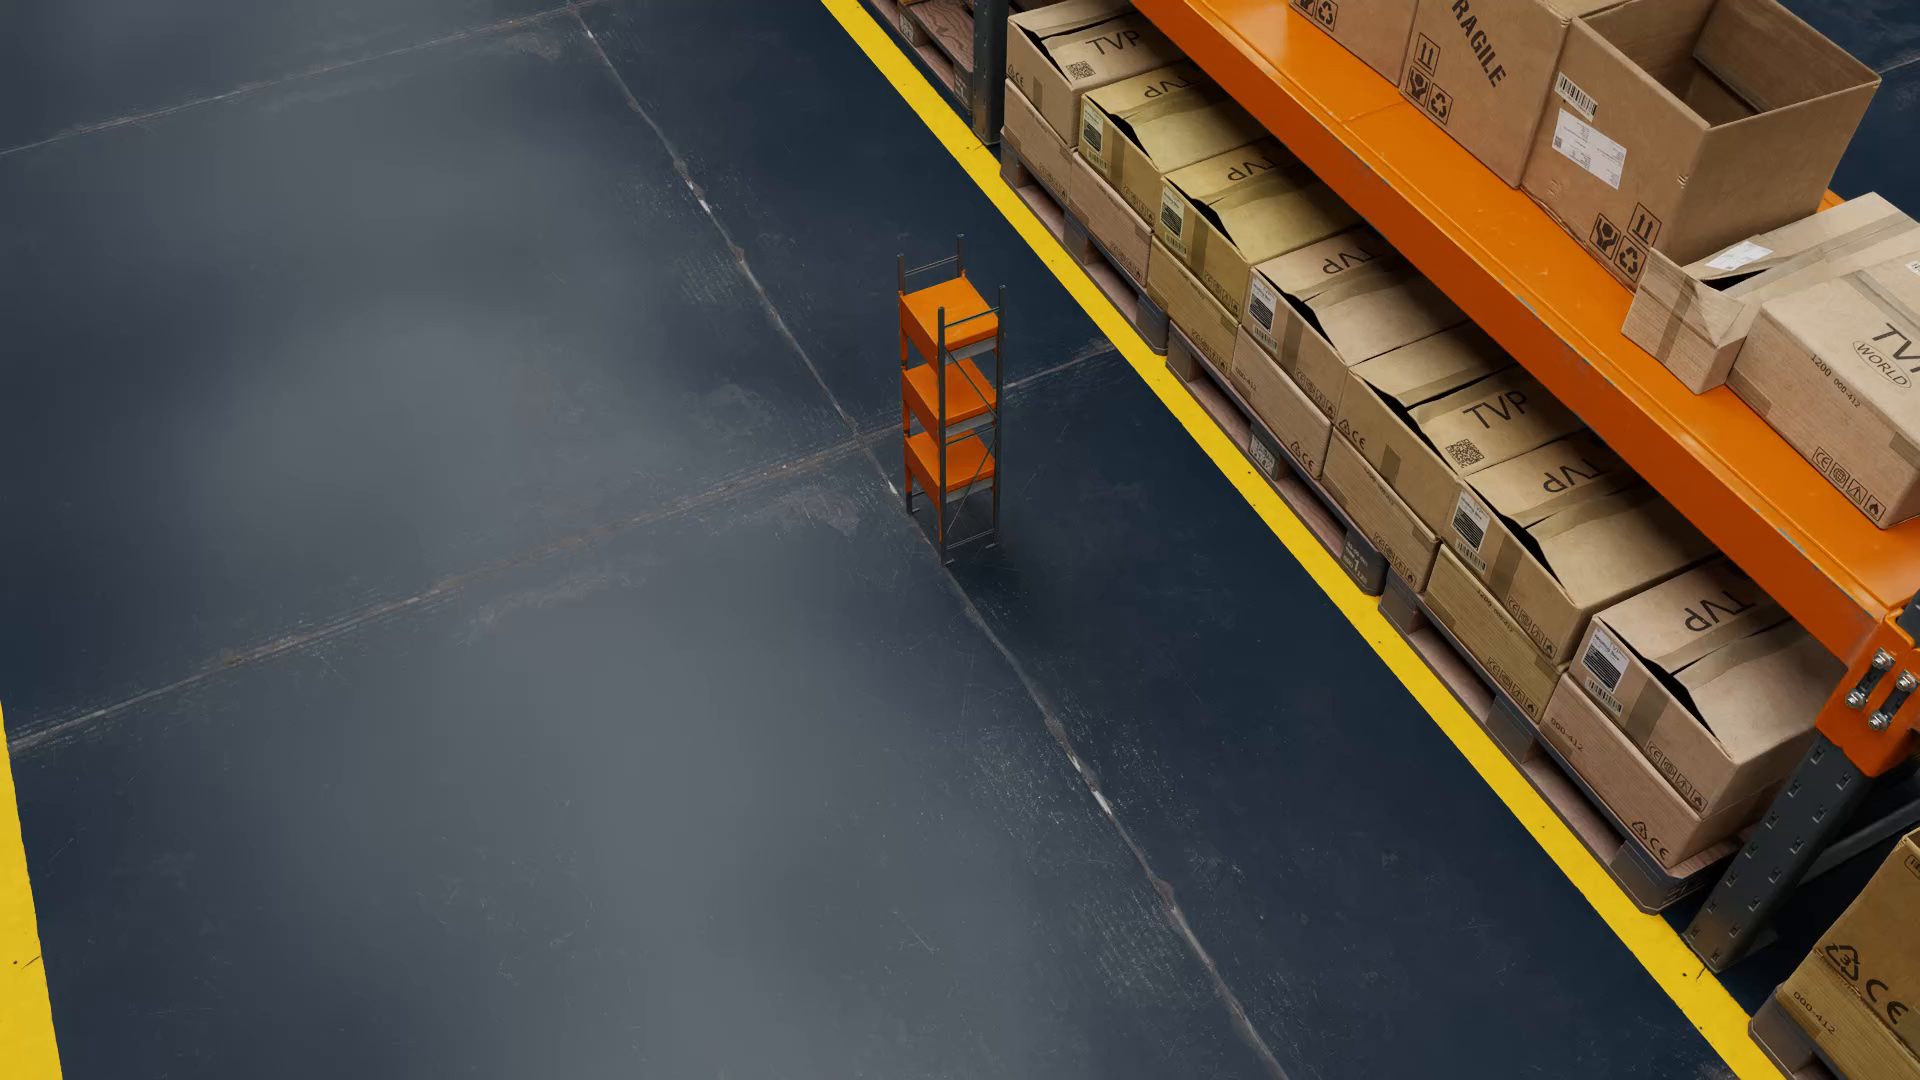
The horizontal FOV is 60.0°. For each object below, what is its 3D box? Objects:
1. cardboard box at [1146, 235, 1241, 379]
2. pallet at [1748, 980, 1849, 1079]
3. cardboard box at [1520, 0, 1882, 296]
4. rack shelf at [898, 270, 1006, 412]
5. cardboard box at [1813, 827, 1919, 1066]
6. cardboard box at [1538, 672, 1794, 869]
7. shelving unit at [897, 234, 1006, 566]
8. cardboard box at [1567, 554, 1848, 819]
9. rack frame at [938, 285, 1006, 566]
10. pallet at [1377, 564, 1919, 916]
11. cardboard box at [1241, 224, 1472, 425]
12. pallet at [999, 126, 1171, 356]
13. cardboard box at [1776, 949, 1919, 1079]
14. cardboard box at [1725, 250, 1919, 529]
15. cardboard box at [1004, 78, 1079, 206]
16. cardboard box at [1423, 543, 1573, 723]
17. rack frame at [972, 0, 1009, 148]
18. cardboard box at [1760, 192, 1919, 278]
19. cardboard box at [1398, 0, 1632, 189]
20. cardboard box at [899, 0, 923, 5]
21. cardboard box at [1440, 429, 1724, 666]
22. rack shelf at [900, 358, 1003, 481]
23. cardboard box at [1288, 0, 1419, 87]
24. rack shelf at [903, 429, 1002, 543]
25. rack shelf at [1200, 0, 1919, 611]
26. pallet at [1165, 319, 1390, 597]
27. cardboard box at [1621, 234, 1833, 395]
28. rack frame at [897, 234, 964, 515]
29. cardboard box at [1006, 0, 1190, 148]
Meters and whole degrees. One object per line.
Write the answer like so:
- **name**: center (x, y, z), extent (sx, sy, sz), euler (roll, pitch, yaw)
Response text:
- **cardboard box**: center (0.974, -0.858, 5.555), extent (0.500, 0.250, 0.500), euler (-22, 53, -18)
- **pallet**: center (2.679, 1.383, 3.900), extent (1.003, 0.211, 1.213), euler (-21, 52, -18)
- **cardboard box**: center (1.774, -0.986, 4.053), extent (0.500, 0.500, 0.500), euler (-18, 51, -15)
- **rack shelf**: center (-0.024, -0.561, 4.681), extent (0.215, 0.259, 0.240), euler (-21, 52, -18)
- **cardboard box**: center (2.286, 0.857, 3.557), extent (0.500, 0.500, 0.500), euler (-21, 52, -18)
- **cardboard box**: center (1.905, 0.508, 4.361), extent (0.500, 0.250, 0.500), euler (-22, 52, -18)
- **shelving unit**: center (-0.024, -0.381, 4.886), extent (0.215, 1.050, 0.252), euler (-21, 52, -18)
- **cardboard box**: center (1.912, 0.329, 4.145), extent (0.500, 0.311, 0.500), euler (-21, 52, -18)
- **rack frame**: center (0.031, -0.300, 4.815), extent (0.200, 1.050, 0.008), euler (-21, 52, -18)
- **pallet**: center (1.980, 0.357, 4.797), extent (1.003, 0.211, 1.213), euler (-21, 52, -18)
- **cardboard box**: center (1.215, -0.690, 5.036), extent (0.500, 0.311, 0.500), euler (-22, 52, -18)
- **pallet**: center (0.864, -1.276, 6.226), extent (1.003, 0.211, 1.213), euler (-21, 52, -18)
- **cardboard box**: center (2.295, 1.101, 3.842), extent (0.500, 0.250, 0.500), euler (-21, 52, -18)
- **cardboard box**: center (2.088, -0.346, 3.660), extent (0.500, 0.250, 0.500), euler (-18, 51, -15)
- **cardboard box**: center (0.500, -1.540, 6.152), extent (0.500, 0.250, 0.500), euler (-21, 52, -18)
- **cardboard box**: center (1.675, 0.169, 4.657), extent (0.500, 0.250, 0.500), euler (-22, 52, -18)
- **rack frame**: center (0.522, -2.758, 5.670), extent (1.000, 3.000, 0.127), euler (-21, 52, -18)
- **cardboard box**: center (2.128, -0.662, 4.003), extent (0.380, 0.149, 0.250), euler (-21, 52, -18)
- **cardboard box**: center (1.545, -1.322, 4.347), extent (0.500, 0.500, 0.500), euler (-21, 52, -17)
- **cardboard box**: center (-0.115, -2.625, 6.922), extent (0.500, 0.500, 0.500), euler (-19, 52, -16)
- **cardboard box**: center (1.668, -0.017, 4.447), extent (0.500, 0.311, 0.500), euler (-20, 52, -17)
- **rack shelf**: center (-0.024, -0.374, 4.894), extent (0.215, 0.259, 0.240), euler (-21, 52, -18)
- **cardboard box**: center (1.304, -1.674, 4.655), extent (0.500, 0.500, 0.500), euler (-24, 53, -19)
- **rack shelf**: center (-0.024, -0.191, 5.103), extent (0.215, 0.259, 0.240), euler (-21, 52, -18)
- **rack shelf**: center (1.437, -1.247, 4.696), extent (0.919, 0.124, 3.809), euler (-21, 52, -18)
- **pallet**: center (1.418, -0.460, 5.512), extent (1.003, 0.211, 1.213), euler (-21, 52, -18)
- **cardboard box**: center (1.787, -0.562, 3.838), extent (0.396, 0.266, 0.258), euler (-22, 52, -18)
- **rack frame**: center (-0.080, -0.463, 4.958), extent (0.200, 1.050, 0.008), euler (-21, 52, -18)
- **cardboard box**: center (0.500, -1.724, 5.940), extent (0.500, 0.311, 0.500), euler (-20, 52, -16)
